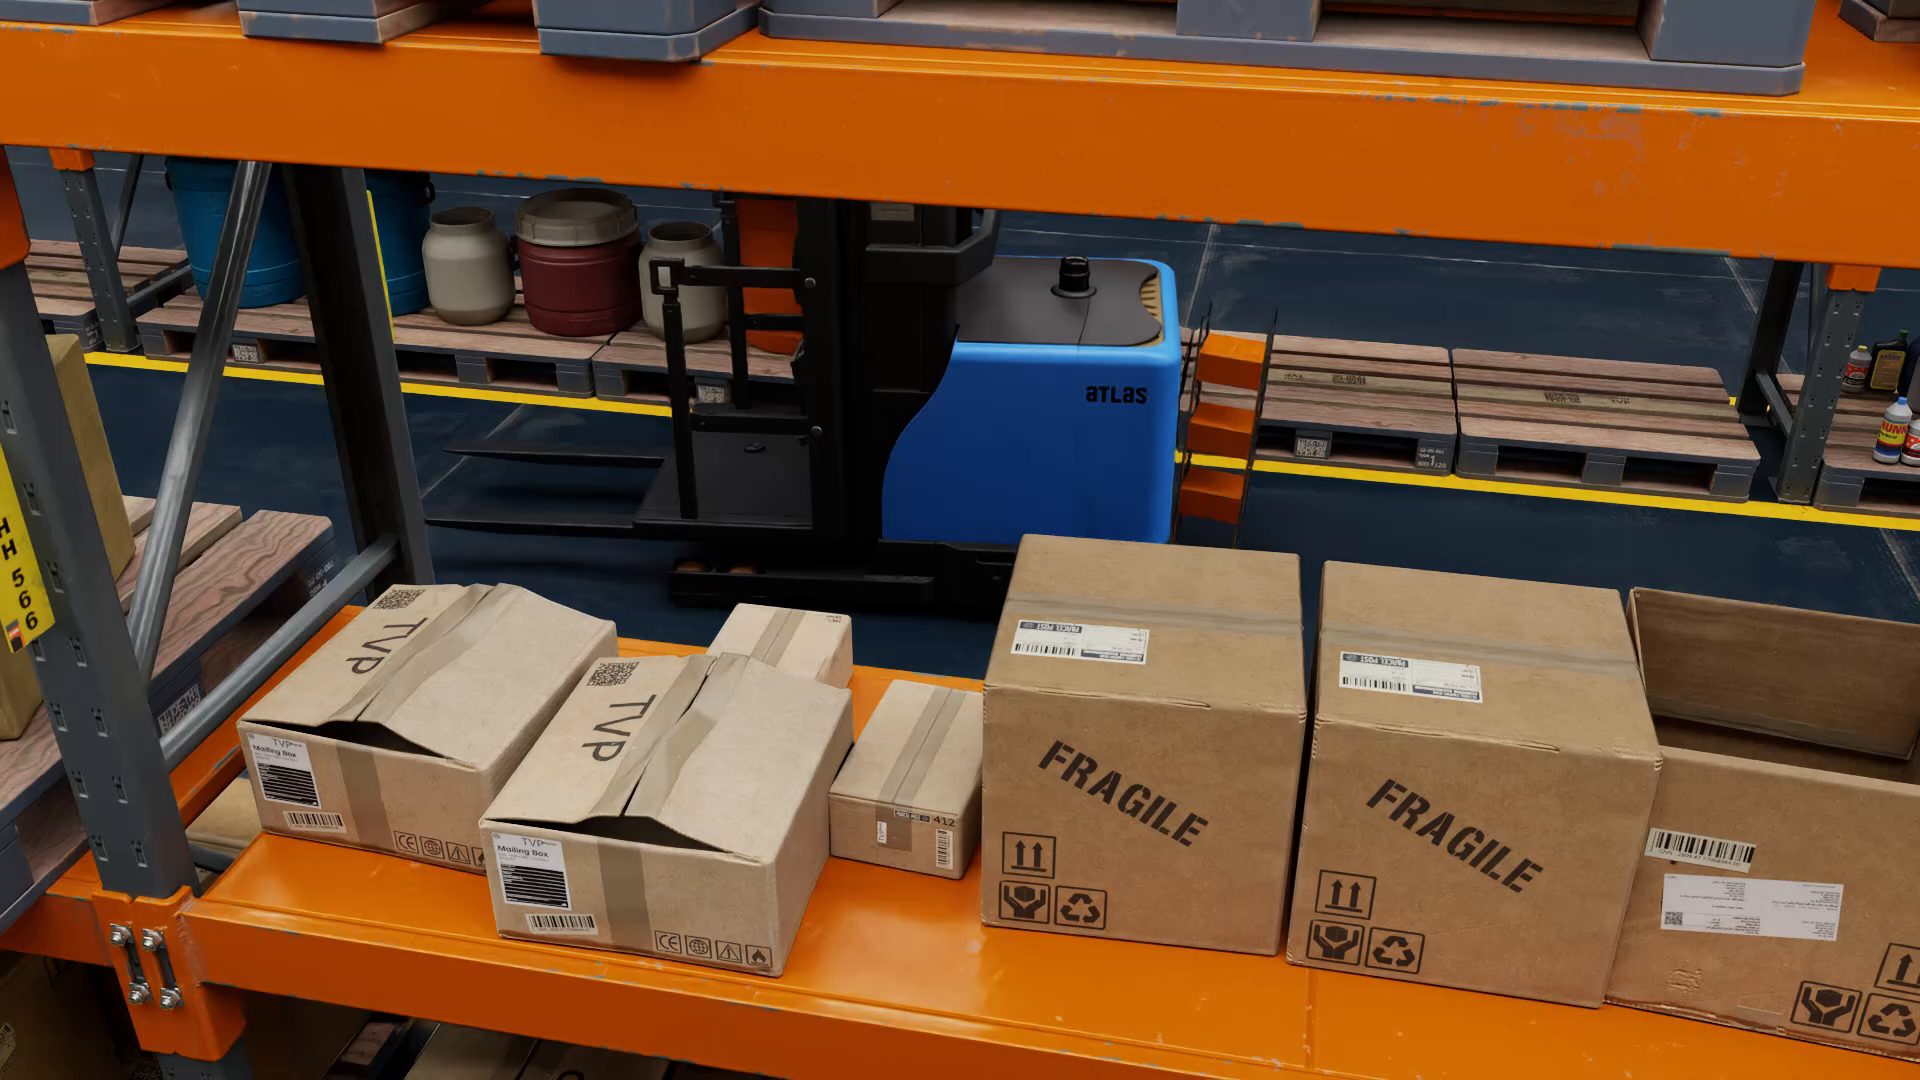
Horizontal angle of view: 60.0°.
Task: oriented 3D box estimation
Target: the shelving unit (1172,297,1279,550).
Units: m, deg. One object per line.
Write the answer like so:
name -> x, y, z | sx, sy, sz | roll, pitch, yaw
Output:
shelving unit -> 0.995, -0.377, 6.331 | 0.252, 1.050, 0.215 | 12, 31, 14

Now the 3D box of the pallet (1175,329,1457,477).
pallet -> 1.653, -0.659, 7.734 | 1.213, 0.211, 1.003 | 6, 29, 11

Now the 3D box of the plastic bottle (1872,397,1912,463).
plastic bottle -> 3.846, -0.459, 6.847 | 0.097, 0.271, 0.097 | 0, 29, 0

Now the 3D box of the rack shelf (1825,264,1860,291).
rack shelf -> 1.670, -1.585, 7.271 | 4.000, 0.370, 1.077 | 6, 29, 11

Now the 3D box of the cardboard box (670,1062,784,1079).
cardboard box -> -0.357, 1.240, 3.204 | 0.500, 0.311, 0.500 | 5, 29, 9

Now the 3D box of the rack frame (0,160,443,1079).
rack frame -> -1.324, 0.225, 3.216 | 0.127, 3.000, 1.000 | 6, 29, 11

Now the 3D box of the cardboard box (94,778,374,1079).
cardboard box -> -1.709, 0.948, 4.039 | 0.500, 0.500, 0.500 | 7, 29, 13

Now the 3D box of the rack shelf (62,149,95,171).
rack shelf -> -2.242, -1.986, 8.004 | 4.000, 0.370, 1.077 | 6, 29, 11

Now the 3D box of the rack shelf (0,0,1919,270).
rack shelf -> 0.632, -0.575, 2.302 | 4.000, 0.370, 1.077 | 6, 29, 11

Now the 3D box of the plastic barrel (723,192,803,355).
plastic barrel -> -0.768, -1.375, 7.960 | 0.708, 0.830, 0.600 | 6, 29, 11

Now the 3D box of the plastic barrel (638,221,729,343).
plastic barrel -> -1.338, -1.250, 8.063 | 0.421, 0.512, 0.421 | 0, 29, 0

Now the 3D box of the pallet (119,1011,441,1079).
pallet -> -2.046, 1.355, 4.055 | 1.213, 0.211, 1.003 | 6, 29, 11

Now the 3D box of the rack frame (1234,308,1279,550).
rack frame -> 1.111, -0.353, 6.302 | 0.008, 1.050, 0.200 | 12, 31, 14

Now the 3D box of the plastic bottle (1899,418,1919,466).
plastic bottle -> 3.946, -0.418, 6.845 | 0.097, 0.201, 0.097 | 0, 29, 0

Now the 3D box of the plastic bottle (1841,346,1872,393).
plastic bottle -> 4.046, -0.776, 7.499 | 0.097, 0.201, 0.097 | 0, 29, 0

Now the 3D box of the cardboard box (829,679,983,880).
cardboard box -> -0.065, 0.436, 3.091 | 0.250, 0.149, 0.380 | 8, 30, 14

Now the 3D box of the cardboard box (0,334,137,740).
cardboard box -> -1.963, -0.014, 3.110 | 0.500, 0.500, 0.700 | -4, 29, -6

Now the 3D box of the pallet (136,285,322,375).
pallet -> -3.452, -1.182, 8.690 | 1.213, 0.211, 1.003 | 6, 29, 11

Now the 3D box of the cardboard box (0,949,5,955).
cardboard box -> -2.343, 0.812, 3.507 | 0.500, 0.250, 0.500 | 7, 29, 12

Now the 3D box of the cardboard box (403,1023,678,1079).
cardboard box -> -0.873, 1.191, 3.293 | 0.500, 0.311, 0.500 | 7, 29, 12

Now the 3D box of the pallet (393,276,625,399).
pallet -> -2.255, -1.061, 8.468 | 1.213, 0.211, 1.003 | 6, 29, 11

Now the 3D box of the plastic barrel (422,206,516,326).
plastic barrel -> -2.443, -1.363, 8.270 | 0.421, 0.512, 0.421 | 0, 29, 0

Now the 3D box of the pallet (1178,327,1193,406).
pallet -> 0.464, -0.782, 7.959 | 1.213, 0.211, 1.003 | 6, 29, 11

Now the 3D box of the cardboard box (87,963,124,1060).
cardboard box -> -2.222, 0.898, 4.131 | 0.500, 0.500, 0.500 | 5, 29, 9

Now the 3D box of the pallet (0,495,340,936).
pallet -> -2.001, 0.274, 3.326 | 1.003, 0.211, 1.213 | 6, 29, 11

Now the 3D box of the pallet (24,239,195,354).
pallet -> -4.925, -1.335, 8.968 | 1.213, 0.211, 1.003 | 6, 29, 11

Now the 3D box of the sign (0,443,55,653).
sign -> -1.428, 0.007, 2.490 | 0.005, 0.325, 0.100 | 6, 29, 11

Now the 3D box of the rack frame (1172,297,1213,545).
rack frame -> 0.879, -0.401, 6.360 | 0.008, 1.050, 0.200 | 12, 31, 14

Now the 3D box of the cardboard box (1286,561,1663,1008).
cardboard box -> 0.835, 0.394, 2.803 | 0.500, 0.500, 0.500 | 6, 29, 11

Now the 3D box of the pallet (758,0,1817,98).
pallet -> 0.453, -0.872, 2.291 | 1.213, 0.211, 1.003 | 7, 30, 13

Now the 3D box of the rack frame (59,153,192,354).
rack frame -> -4.197, -2.502, 8.197 | 0.127, 3.000, 1.000 | 6, 29, 11

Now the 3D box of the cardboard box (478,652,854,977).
cardboard box -> -0.489, 0.444, 2.908 | 0.500, 0.311, 0.500 | 6, 29, 10

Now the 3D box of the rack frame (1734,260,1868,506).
rack frame -> 3.626, -1.700, 6.732 | 0.127, 3.000, 1.000 | 6, 29, 11

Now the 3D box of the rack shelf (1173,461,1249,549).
rack shelf -> 0.979, -0.127, 6.474 | 0.240, 0.259, 0.215 | 12, 31, 14

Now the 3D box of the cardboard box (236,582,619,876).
cardboard box -> -0.977, 0.321, 3.134 | 0.500, 0.311, 0.500 | 8, 30, 14

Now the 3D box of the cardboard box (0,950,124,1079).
cardboard box -> -2.287, 1.144, 3.681 | 0.500, 0.500, 0.500 | 7, 29, 13

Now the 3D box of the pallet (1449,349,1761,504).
pallet -> 2.850, -0.538, 7.512 | 1.213, 0.211, 1.003 | 6, 29, 11

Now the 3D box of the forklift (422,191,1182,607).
forklift -> -0.694, -1.279, 6.033 | 3.031, 2.935, 1.130 | 2, 29, 4

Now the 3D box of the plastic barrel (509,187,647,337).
plastic barrel -> -1.872, -1.382, 8.225 | 0.708, 0.588, 0.600 | 6, 29, 11

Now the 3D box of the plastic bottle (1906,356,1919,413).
plastic bottle -> 4.286, -0.734, 7.268 | 0.185, 0.351, 0.144 | 6, 29, 11

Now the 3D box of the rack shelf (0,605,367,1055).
rack shelf -> -3.280, 0.340, 3.755 | 4.000, 0.370, 1.077 | 6, 29, 11

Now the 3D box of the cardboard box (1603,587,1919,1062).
cardboard box -> 1.325, 0.444, 2.711 | 0.500, 0.500, 0.500 | 8, 30, 14

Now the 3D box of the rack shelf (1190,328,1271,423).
rack shelf -> 1.010, -0.614, 6.196 | 0.240, 0.259, 0.215 | 12, 31, 14

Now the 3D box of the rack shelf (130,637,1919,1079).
rack shelf -> 0.632, 0.741, 3.023 | 4.000, 0.370, 1.077 | 6, 29, 11

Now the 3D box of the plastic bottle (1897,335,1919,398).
plastic bottle -> 4.316, -0.802, 7.392 | 0.185, 0.351, 0.144 | 5, 29, 9

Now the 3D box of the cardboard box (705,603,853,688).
cardboard box -> -0.386, 0.295, 3.349 | 0.250, 0.149, 0.380 | 6, 29, 11

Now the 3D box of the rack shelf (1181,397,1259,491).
rack shelf -> 0.995, -0.368, 6.336 | 0.240, 0.259, 0.215 | 12, 31, 14

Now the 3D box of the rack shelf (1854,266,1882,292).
rack shelf -> 5.582, -1.184, 6.538 | 4.000, 0.370, 1.077 | 6, 29, 11

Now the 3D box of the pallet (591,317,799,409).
pallet -> -1.065, -0.938, 8.243 | 1.213, 0.211, 1.003 | 6, 29, 11

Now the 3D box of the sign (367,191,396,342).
sign -> -1.211, -0.544, 3.415 | 0.005, 0.325, 0.100 | 6, 29, 11

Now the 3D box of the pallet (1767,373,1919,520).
pallet -> 4.274, -0.390, 7.243 | 1.213, 0.211, 1.003 | 6, 29, 11

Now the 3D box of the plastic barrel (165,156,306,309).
plastic barrel -> -3.669, -1.704, 8.486 | 0.708, 0.901, 0.600 | 6, 29, 11

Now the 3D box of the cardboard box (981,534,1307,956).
cardboard box -> 0.321, 0.341, 2.899 | 0.500, 0.500, 0.500 | 4, 29, 8

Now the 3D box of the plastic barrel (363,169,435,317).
plastic barrel -> -2.976, -1.633, 8.356 | 0.708, 0.901, 0.600 | 6, 29, 11

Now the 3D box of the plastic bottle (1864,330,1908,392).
plastic bottle -> 4.166, -0.808, 7.473 | 0.133, 0.283, 0.061 | 7, 30, 13

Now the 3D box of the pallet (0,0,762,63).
pallet -> -0.641, -0.982, 2.494 | 1.003, 0.211, 1.213 | 7, 30, 13

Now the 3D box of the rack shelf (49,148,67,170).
rack shelf -> -6.153, -2.387, 8.736 | 4.000, 0.370, 1.077 | 6, 29, 11
